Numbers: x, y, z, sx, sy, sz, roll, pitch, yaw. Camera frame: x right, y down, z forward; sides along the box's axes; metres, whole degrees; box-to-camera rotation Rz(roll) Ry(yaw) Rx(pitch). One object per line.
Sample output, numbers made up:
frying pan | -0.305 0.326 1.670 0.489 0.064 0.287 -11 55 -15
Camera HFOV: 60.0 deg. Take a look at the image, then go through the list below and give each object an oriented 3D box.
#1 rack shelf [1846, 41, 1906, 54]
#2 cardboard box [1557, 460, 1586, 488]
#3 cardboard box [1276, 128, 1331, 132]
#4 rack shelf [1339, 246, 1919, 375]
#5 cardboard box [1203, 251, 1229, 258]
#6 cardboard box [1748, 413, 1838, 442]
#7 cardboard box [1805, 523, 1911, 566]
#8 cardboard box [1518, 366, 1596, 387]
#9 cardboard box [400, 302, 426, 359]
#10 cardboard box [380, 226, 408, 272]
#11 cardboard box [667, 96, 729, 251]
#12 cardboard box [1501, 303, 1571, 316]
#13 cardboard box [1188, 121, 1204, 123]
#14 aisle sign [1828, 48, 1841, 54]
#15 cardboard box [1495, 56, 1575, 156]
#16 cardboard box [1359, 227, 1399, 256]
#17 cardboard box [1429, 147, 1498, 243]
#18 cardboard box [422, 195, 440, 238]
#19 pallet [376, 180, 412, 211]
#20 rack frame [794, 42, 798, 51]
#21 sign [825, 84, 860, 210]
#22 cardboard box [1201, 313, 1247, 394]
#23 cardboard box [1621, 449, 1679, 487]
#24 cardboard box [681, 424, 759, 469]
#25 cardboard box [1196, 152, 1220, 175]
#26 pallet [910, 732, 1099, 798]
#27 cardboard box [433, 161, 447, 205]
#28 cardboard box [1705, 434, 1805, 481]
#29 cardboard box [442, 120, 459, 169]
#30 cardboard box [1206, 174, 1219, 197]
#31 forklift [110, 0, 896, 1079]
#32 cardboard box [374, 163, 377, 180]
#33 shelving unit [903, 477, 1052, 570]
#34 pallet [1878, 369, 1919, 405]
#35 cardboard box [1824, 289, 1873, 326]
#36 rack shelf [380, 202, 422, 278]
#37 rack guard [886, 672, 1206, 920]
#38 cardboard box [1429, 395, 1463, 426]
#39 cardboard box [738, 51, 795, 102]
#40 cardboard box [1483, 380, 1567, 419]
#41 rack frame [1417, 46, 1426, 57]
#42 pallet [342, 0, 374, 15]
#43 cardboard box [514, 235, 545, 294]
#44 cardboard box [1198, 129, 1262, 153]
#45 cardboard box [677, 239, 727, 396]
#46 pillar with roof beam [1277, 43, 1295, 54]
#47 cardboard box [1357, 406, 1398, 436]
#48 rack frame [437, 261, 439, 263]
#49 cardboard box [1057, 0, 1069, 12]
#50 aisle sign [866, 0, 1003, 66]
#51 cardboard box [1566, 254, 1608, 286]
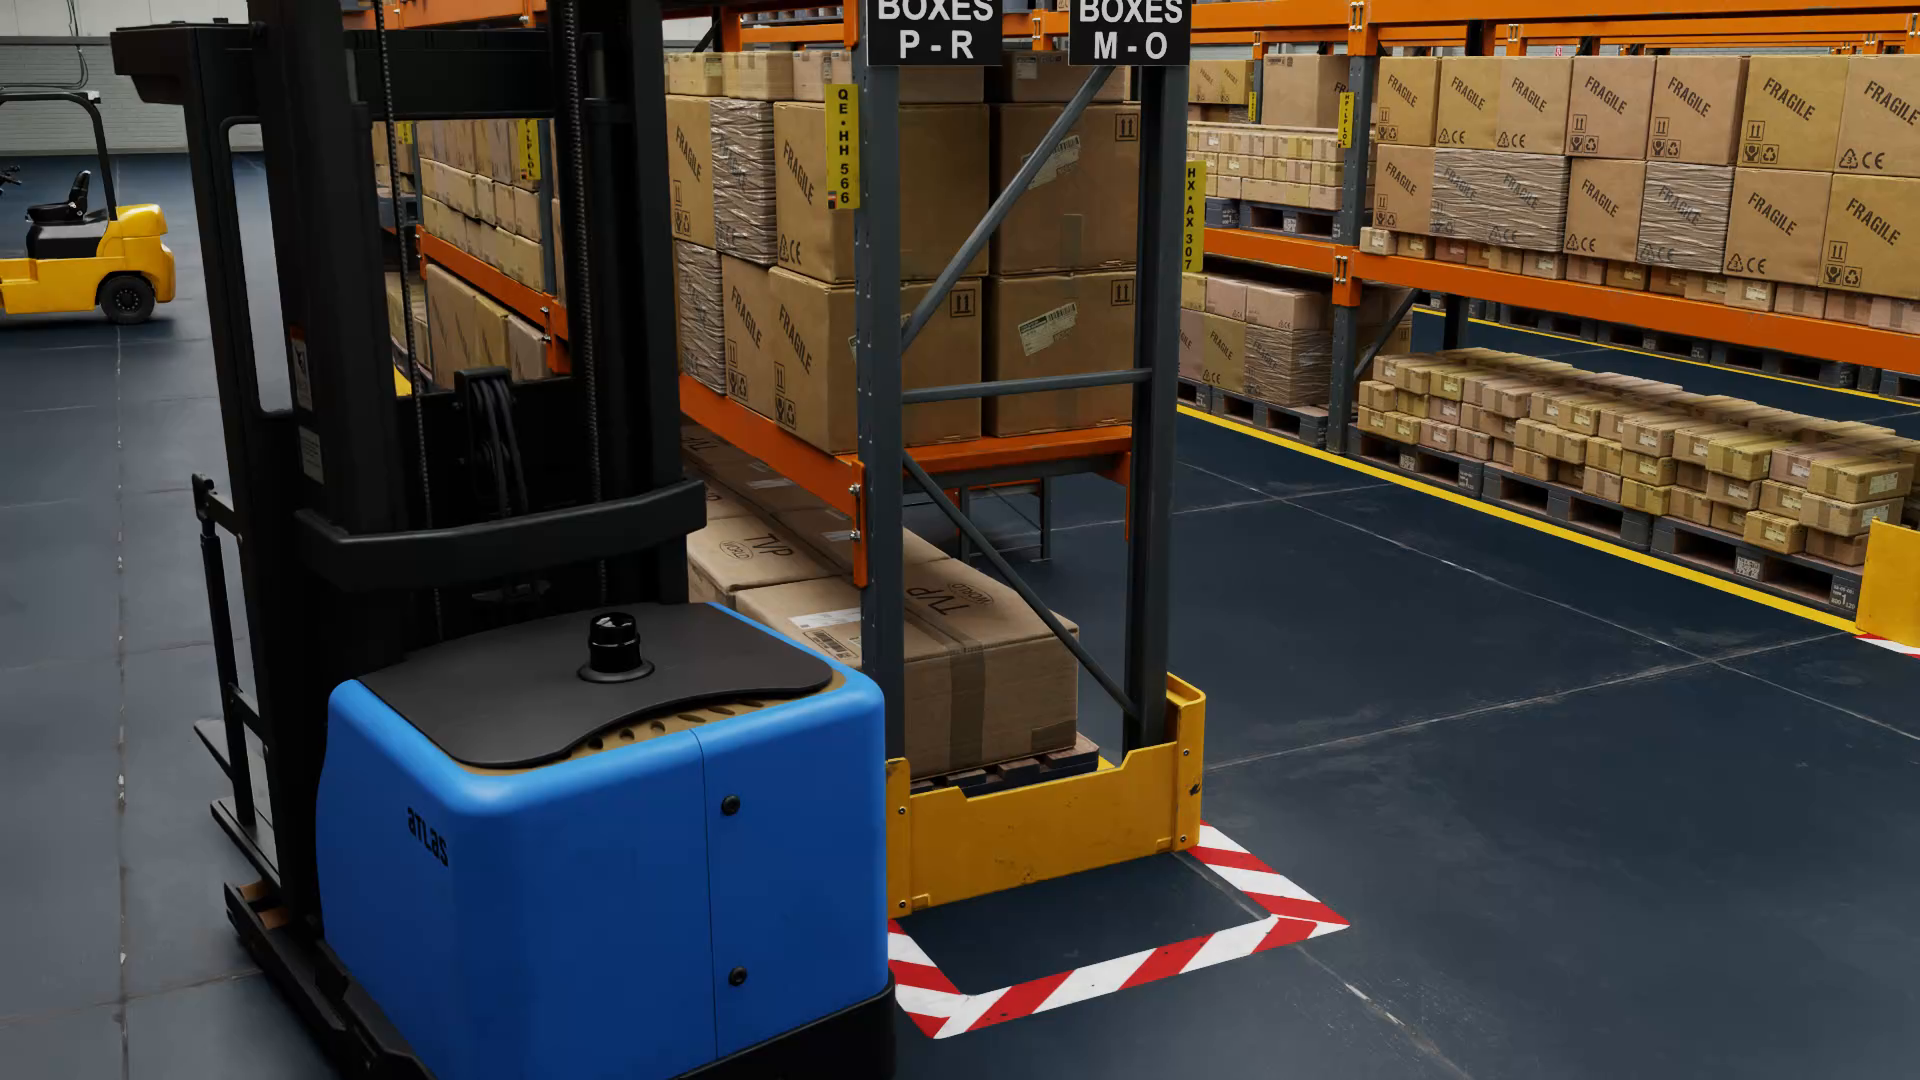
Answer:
rack shelf | 13.618 -6.411 21.519 1.077 0.370 4.000 -8 18 -25
cardboard box | 3.496 -0.387 9.067 0.380 0.149 0.250 -7 17 -23
cardboard box | 2.510 -2.898 12.026 0.380 0.149 0.250 -7 17 -23
rack shelf | 3.713 -1.215 8.851 1.077 0.370 4.000 -8 18 -25
cardboard box | 1.851 -2.148 13.207 0.500 0.250 0.500 -7 18 -24
cardboard box | 4.258 -0.537 8.512 0.380 0.149 0.250 -9 18 -28
cardboard box | 4.171 -0.002 7.726 0.380 0.149 0.250 -7 18 -24
cardboard box | 3.533 -0.924 9.862 0.380 0.149 0.250 -7 17 -23
cardboard box | -3.890 -1.688 13.196 0.950 0.372 0.625 -8 18 -26
cardboard box | -5.574 -2.772 15.837 0.500 0.500 0.500 -8 18 -26
cardboard box | -0.711 -1.310 5.885 0.500 0.500 0.500 -8 18 -25
cardboard box | 5.871 -2.630 15.568 1.225 0.875 0.875 -9 18 -27
cardboard box | 1.819 -3.287 13.383 0.380 0.149 0.250 -8 18 -26
aisle sign | 15.140 -8.633 28.685 0.394 0.787 0.004 -8 18 -25
cardboard box | 3.249 -2.332 8.905 0.500 0.500 0.500 -7 18 -24
cardboard box | 2.667 -1.826 10.132 0.380 0.149 0.250 -7 17 -23
cardboard box | 3.050 -1.973 9.467 0.500 0.500 0.500 -8 18 -25
cardboard box | -3.333 -2.202 11.256 0.500 0.250 0.500 -8 18 -26
pallet | -4.225 -2.819 13.484 1.003 0.211 1.213 -8 18 -25
rack frame | -2.420 -5.032 20.849 1.000 3.000 0.127 -8 18 -25
sign | -0.310 -1.050 4.443 0.100 0.325 0.005 -8 18 -25
cardboard box | 2.062 -1.338 11.744 0.500 0.500 0.500 -8 18 -26
cardboard box | 3.634 -0.391 8.544 0.380 0.149 0.250 -7 18 -24
cardboard box | -1.390 -0.235 8.016 0.875 0.438 0.875 -8 18 -26
cardboard box | 1.904 -2.682 11.814 0.380 0.149 0.250 -8 18 -25
pallet | -0.237 0.710 5.895 1.003 0.211 1.213 -8 18 -25
cardboard box | -3.096 -2.310 10.727 0.500 0.250 0.500 -7 18 -24
cardboard box | 3.843 -0.401 8.039 0.380 0.149 0.250 -8 18 -26
cardboard box | -2.886 -2.550 10.206 0.500 0.500 0.500 -7 17 -23
cardboard box | 1.911 -2.535 11.841 0.380 0.149 0.250 -7 17 -22
forklift | -1.455 -0.296 4.469 1.130 2.935 3.031 -12 20 -36
cardboard box | -4.569 -2.997 13.449 0.380 0.149 0.250 -7 17 -23
shelving unit | 0.003 -0.539 8.590 0.538 1.125 1.048 -8 18 -25
pallet | 7.602 -1.093 12.176 1.003 0.211 1.213 -8 18 -25
cardboard box | 4.117 -1.057 7.452 0.380 0.149 0.250 -8 18 -25
rack shelf | -4.197 -2.576 13.592 1.077 0.370 4.000 -8 18 -25
rack guard | 0.194 0.766 5.176 1.175 0.500 0.348 -8 18 -25
cardboard box | 3.039 -0.795 9.950 0.380 0.149 0.250 -8 18 -25
cardboard box | -0.475 -1.461 5.233 0.380 0.149 0.250 -8 18 -25
cardboard box | 3.197 -0.797 9.418 0.380 0.149 0.250 -7 18 -24
rack frame | 6.535 -6.205 24.936 1.000 3.000 0.127 -8 18 -25
pallet | -4.899 -4.603 14.255 1.213 0.211 1.003 -8 18 -25
cardboard box | -1.992 -1.442 8.610 0.500 0.250 0.500 -8 18 -26
cardboard box | 1.915 -2.823 11.766 0.380 0.149 0.250 -9 18 -27
cardboard box | -0.706 -0.830 6.024 0.500 0.500 0.500 -7 17 -23
pillar with roof beam | 4.769 -14.160 41.780 9.100 9.000 0.400 -8 18 -25
cardboard box | 2.707 -0.759 10.366 0.380 0.149 0.250 -9 18 -27
rack frame | -5.073 -3.417 15.221 1.000 3.000 0.127 -8 18 -25
cardboard box | 1.095 -4.365 12.903 0.500 0.500 0.500 -8 18 -25
aisle sign | -0.063 -1.636 4.301 0.394 0.787 0.004 -8 18 -25
cardboard box | 3.446 -1.445 8.803 0.380 0.149 0.250 -7 17 -23
